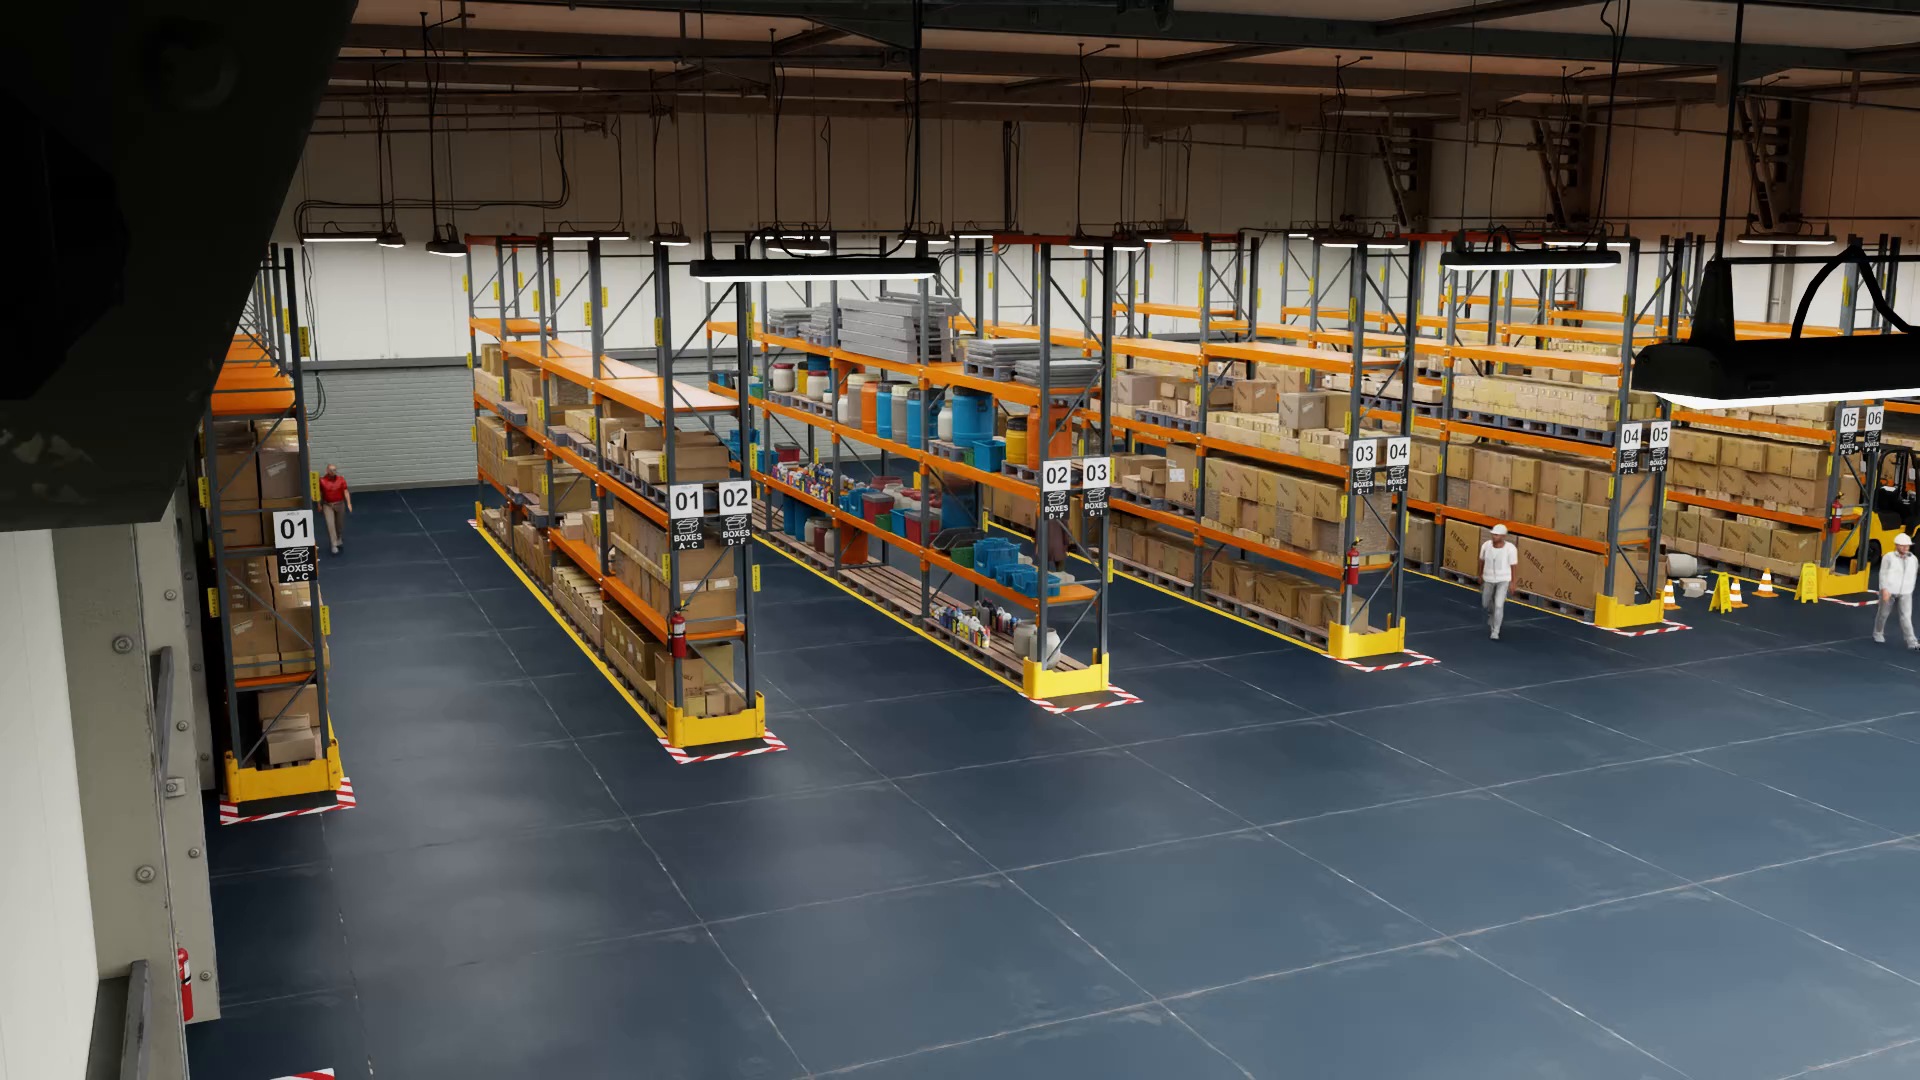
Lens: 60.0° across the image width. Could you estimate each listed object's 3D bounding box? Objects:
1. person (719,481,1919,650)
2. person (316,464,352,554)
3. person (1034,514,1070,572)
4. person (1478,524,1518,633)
[{"bbox_3d":[5.696,0.411,22.582,15.800,3.162,8.244,2,11,12],"label":"person"},{"bbox_3d":[-12.018,-0.638,31.930,0.612,1.664,1.067,-6,12,-26],"label":"person"},{"bbox_3d":[1.470,0.046,26.643,0.614,1.669,0.565,-4,12,-18],"label":"person"},{"bbox_3d":[8.222,0.565,25.412,0.575,1.686,0.609,5,12,26],"label":"person"}]
